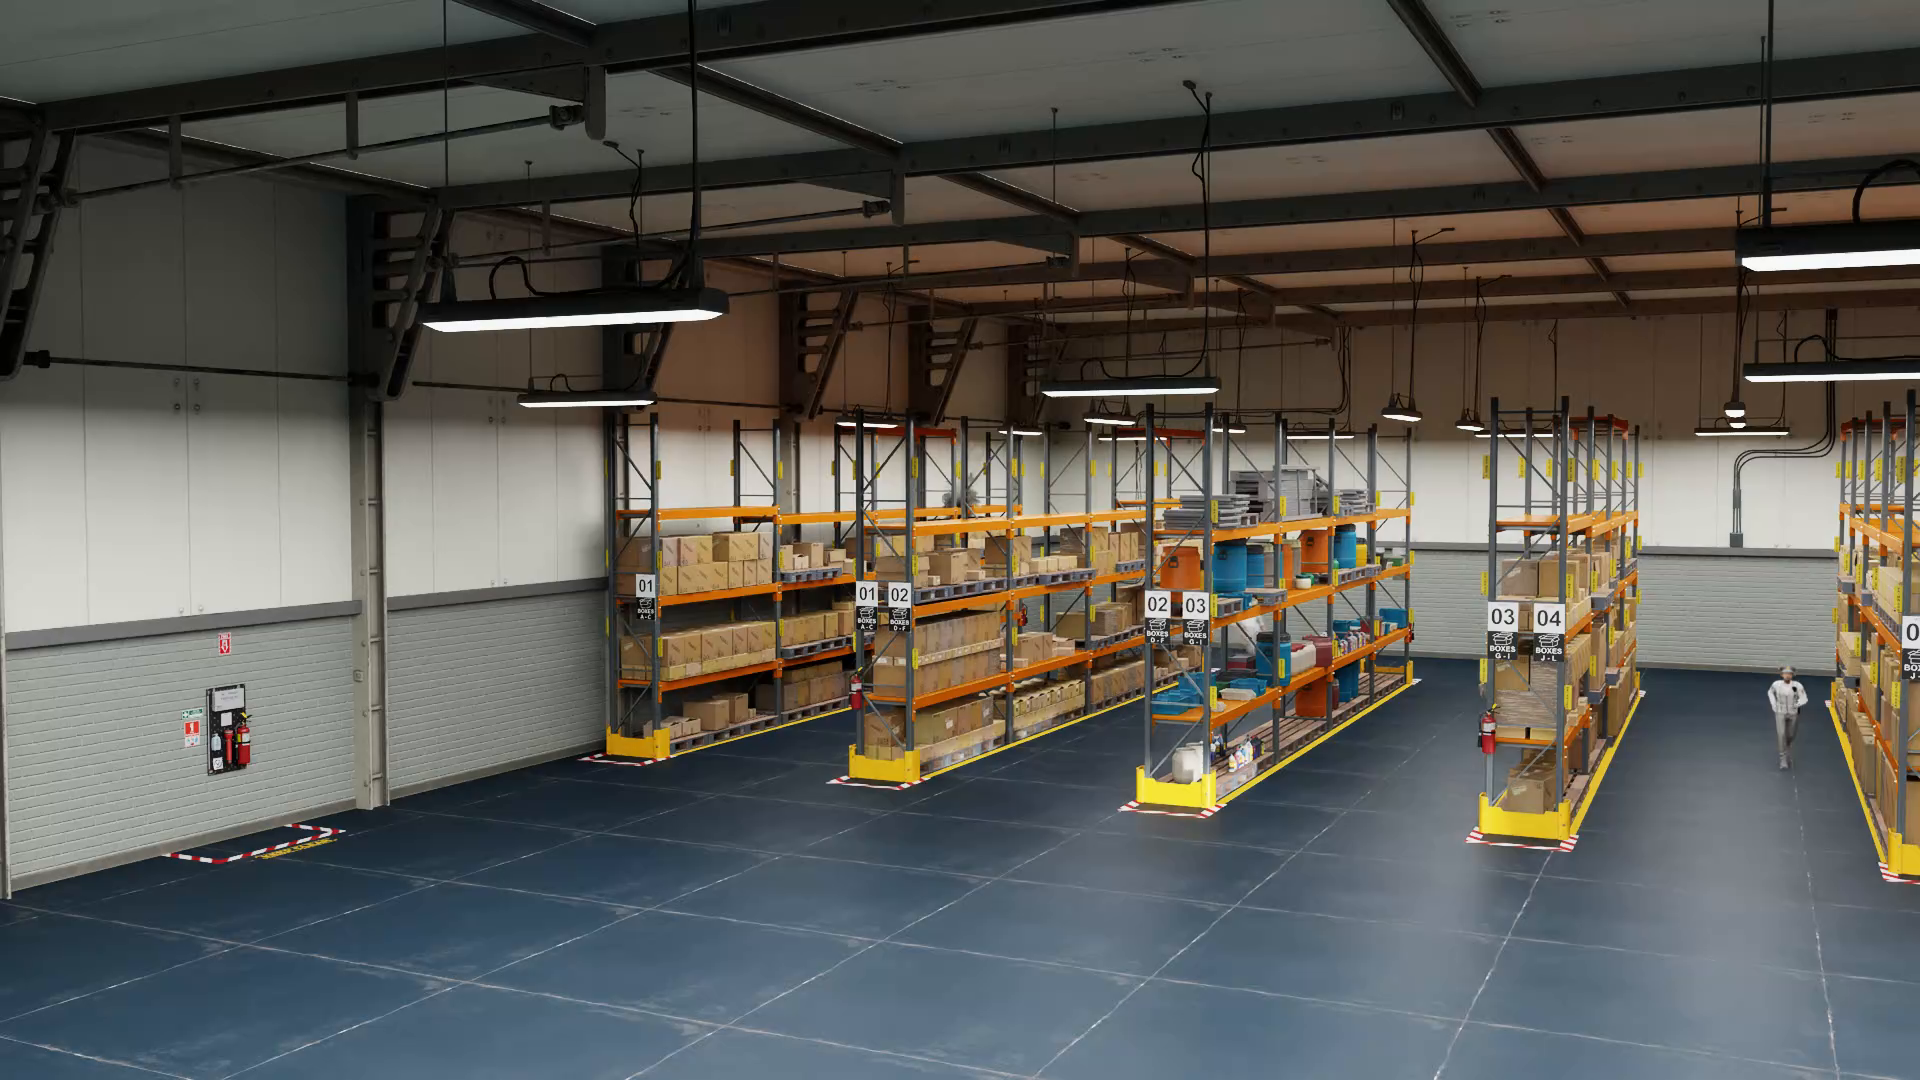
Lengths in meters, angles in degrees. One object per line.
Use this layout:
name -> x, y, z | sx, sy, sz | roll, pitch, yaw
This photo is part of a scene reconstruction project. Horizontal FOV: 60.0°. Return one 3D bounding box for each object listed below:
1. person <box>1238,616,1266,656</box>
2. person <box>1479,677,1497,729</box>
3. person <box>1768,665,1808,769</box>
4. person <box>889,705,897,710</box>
person -> 7.140, 2.442, 40.612 | 0.706, 1.708, 0.537 | 0, 2, -1
person -> 9.769, 2.891, 30.366 | 0.559, 1.632, 0.602 | 1, 3, 17
person -> 14.087, 2.976, 28.285 | 0.582, 1.709, 1.058 | 1, 3, 20
person -> -1.131, 2.847, 32.211 | 0.604, 1.603, 0.601 | 1, 2, 13
